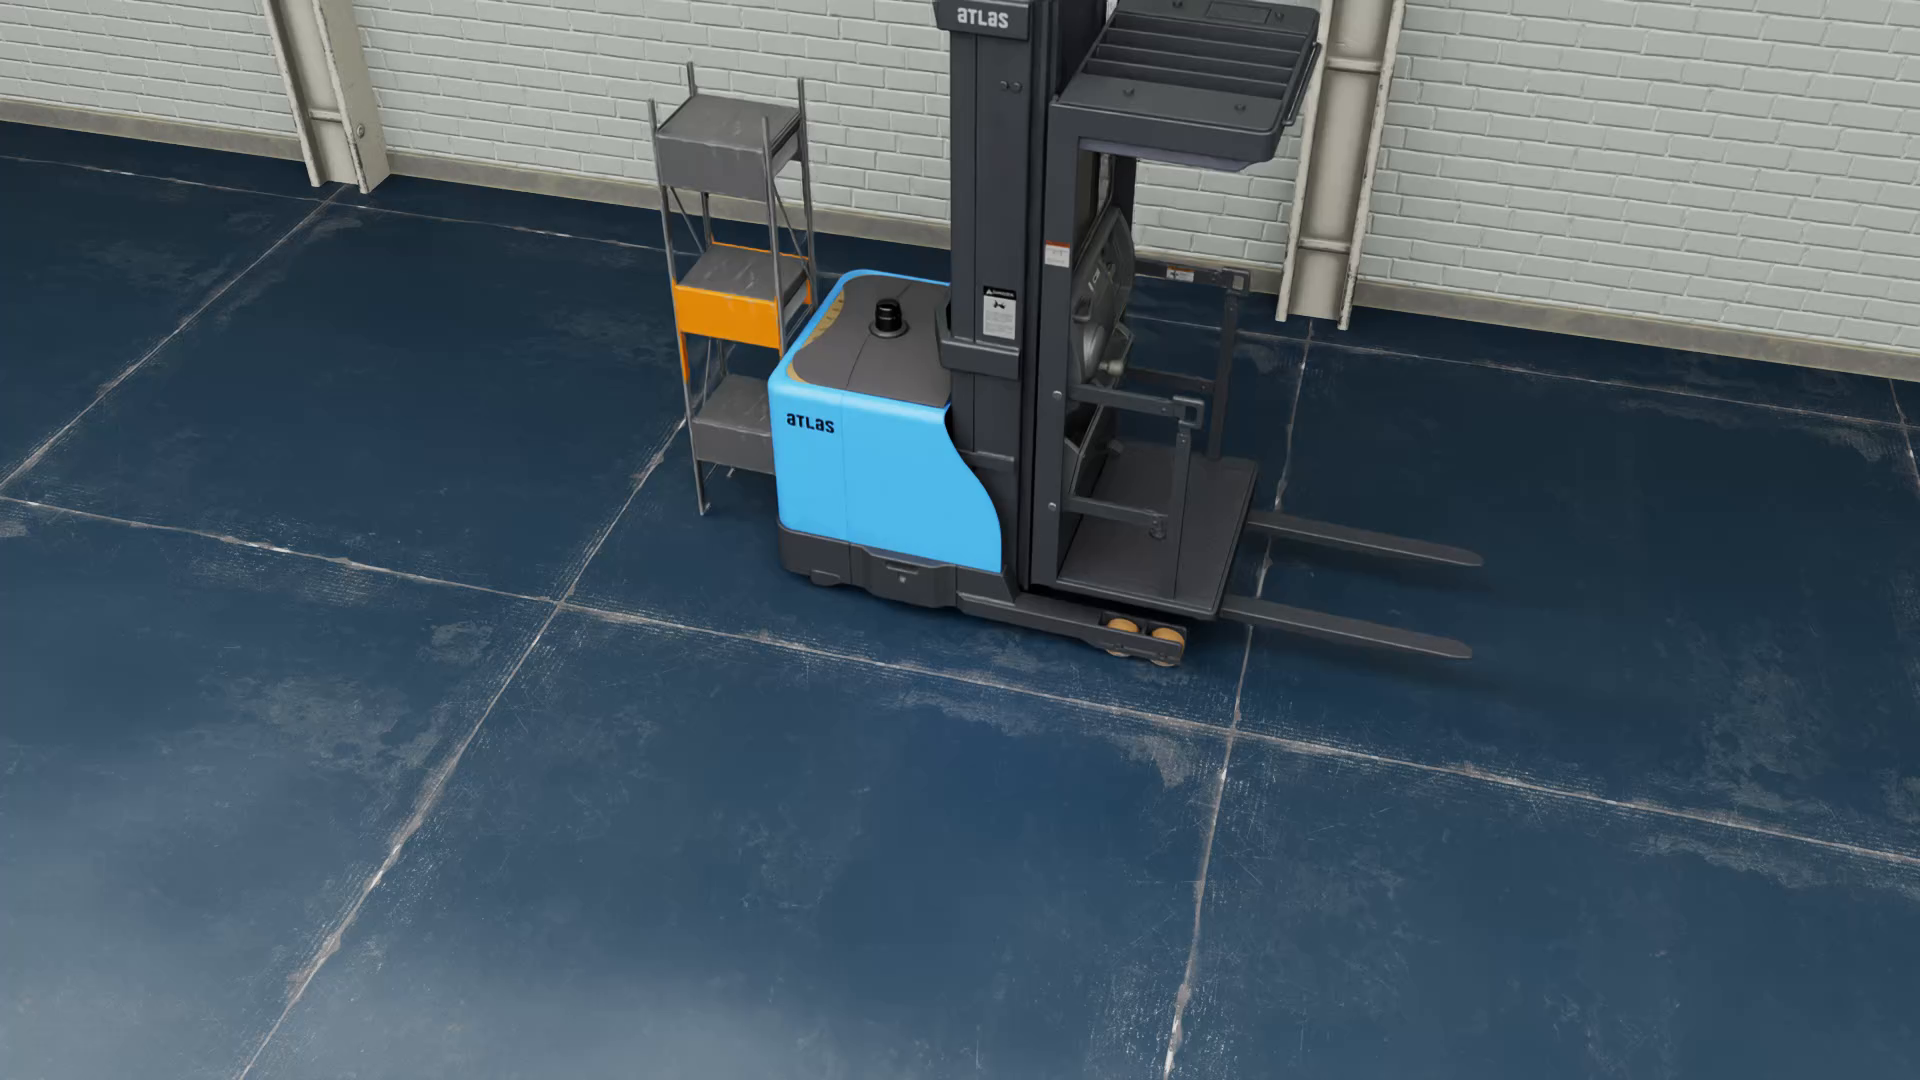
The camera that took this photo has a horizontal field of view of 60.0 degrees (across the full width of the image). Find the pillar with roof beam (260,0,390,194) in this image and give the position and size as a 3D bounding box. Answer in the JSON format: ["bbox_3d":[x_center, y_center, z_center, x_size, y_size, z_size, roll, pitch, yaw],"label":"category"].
[{"bbox_3d":[-4.935,-3.047,4.381,0.400,9.000,9.100,10,41,11],"label":"pillar with roof beam"}]

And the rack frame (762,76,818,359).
[{"bbox_3d":[-0.699,-0.946,7.244,0.015,2.100,0.400,12,41,13],"label":"rack frame"}]

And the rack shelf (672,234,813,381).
[{"bbox_3d":[-0.932,-0.983,7.309,0.480,0.518,0.431,12,41,13],"label":"rack shelf"}]

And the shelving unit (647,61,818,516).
[{"bbox_3d":[-0.932,-0.994,7.300,0.503,2.100,0.431,12,41,13],"label":"shelving unit"}]

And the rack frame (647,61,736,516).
[{"bbox_3d":[-1.164,-1.041,7.357,0.015,2.100,0.400,12,41,13],"label":"rack frame"}]

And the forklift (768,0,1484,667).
[{"bbox_3d":[0.759,-0.967,6.622,3.031,2.935,1.130,12,41,13],"label":"forklift"}]

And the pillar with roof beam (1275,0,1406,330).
[{"bbox_3d":[0.862,-2.049,3.193,0.400,9.000,9.100,10,41,11],"label":"pillar with roof beam"}]

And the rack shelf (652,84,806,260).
[{"bbox_3d":[-0.932,-1.519,6.859,0.480,0.518,0.431,12,41,13],"label":"rack shelf"}]

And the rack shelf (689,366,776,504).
[{"bbox_3d":[-0.932,-0.447,7.759,0.480,0.518,0.431,12,41,13],"label":"rack shelf"}]
